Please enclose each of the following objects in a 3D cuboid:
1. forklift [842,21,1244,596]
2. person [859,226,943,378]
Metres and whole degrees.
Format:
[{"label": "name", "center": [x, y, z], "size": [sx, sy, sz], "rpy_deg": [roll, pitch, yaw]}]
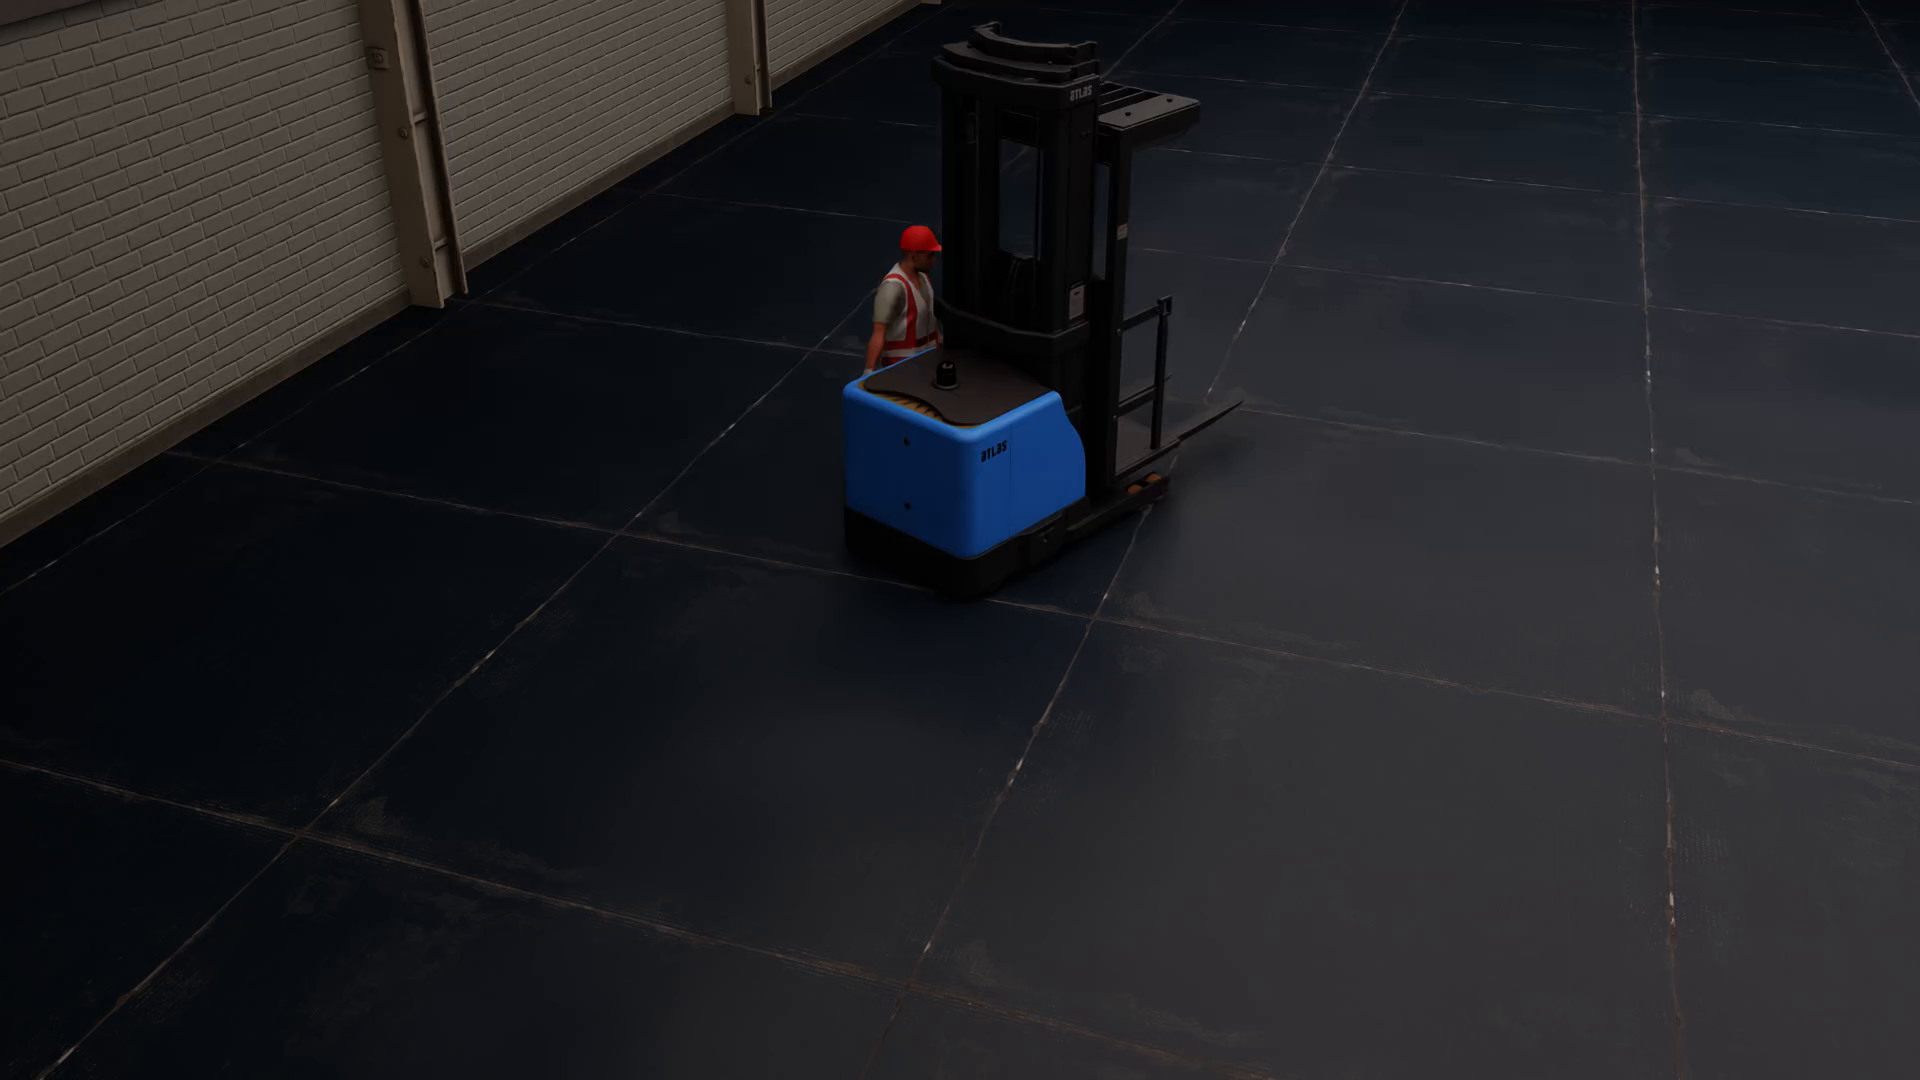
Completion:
[{"label": "forklift", "center": [0.675, -1.603, 9.949], "size": [1.130, 2.935, 3.031], "rpy_deg": [24, 38, 36]}, {"label": "person", "center": [-0.328, -1.109, 10.339], "size": [0.490, 1.692, 0.923], "rpy_deg": [14, 33, 23]}]
